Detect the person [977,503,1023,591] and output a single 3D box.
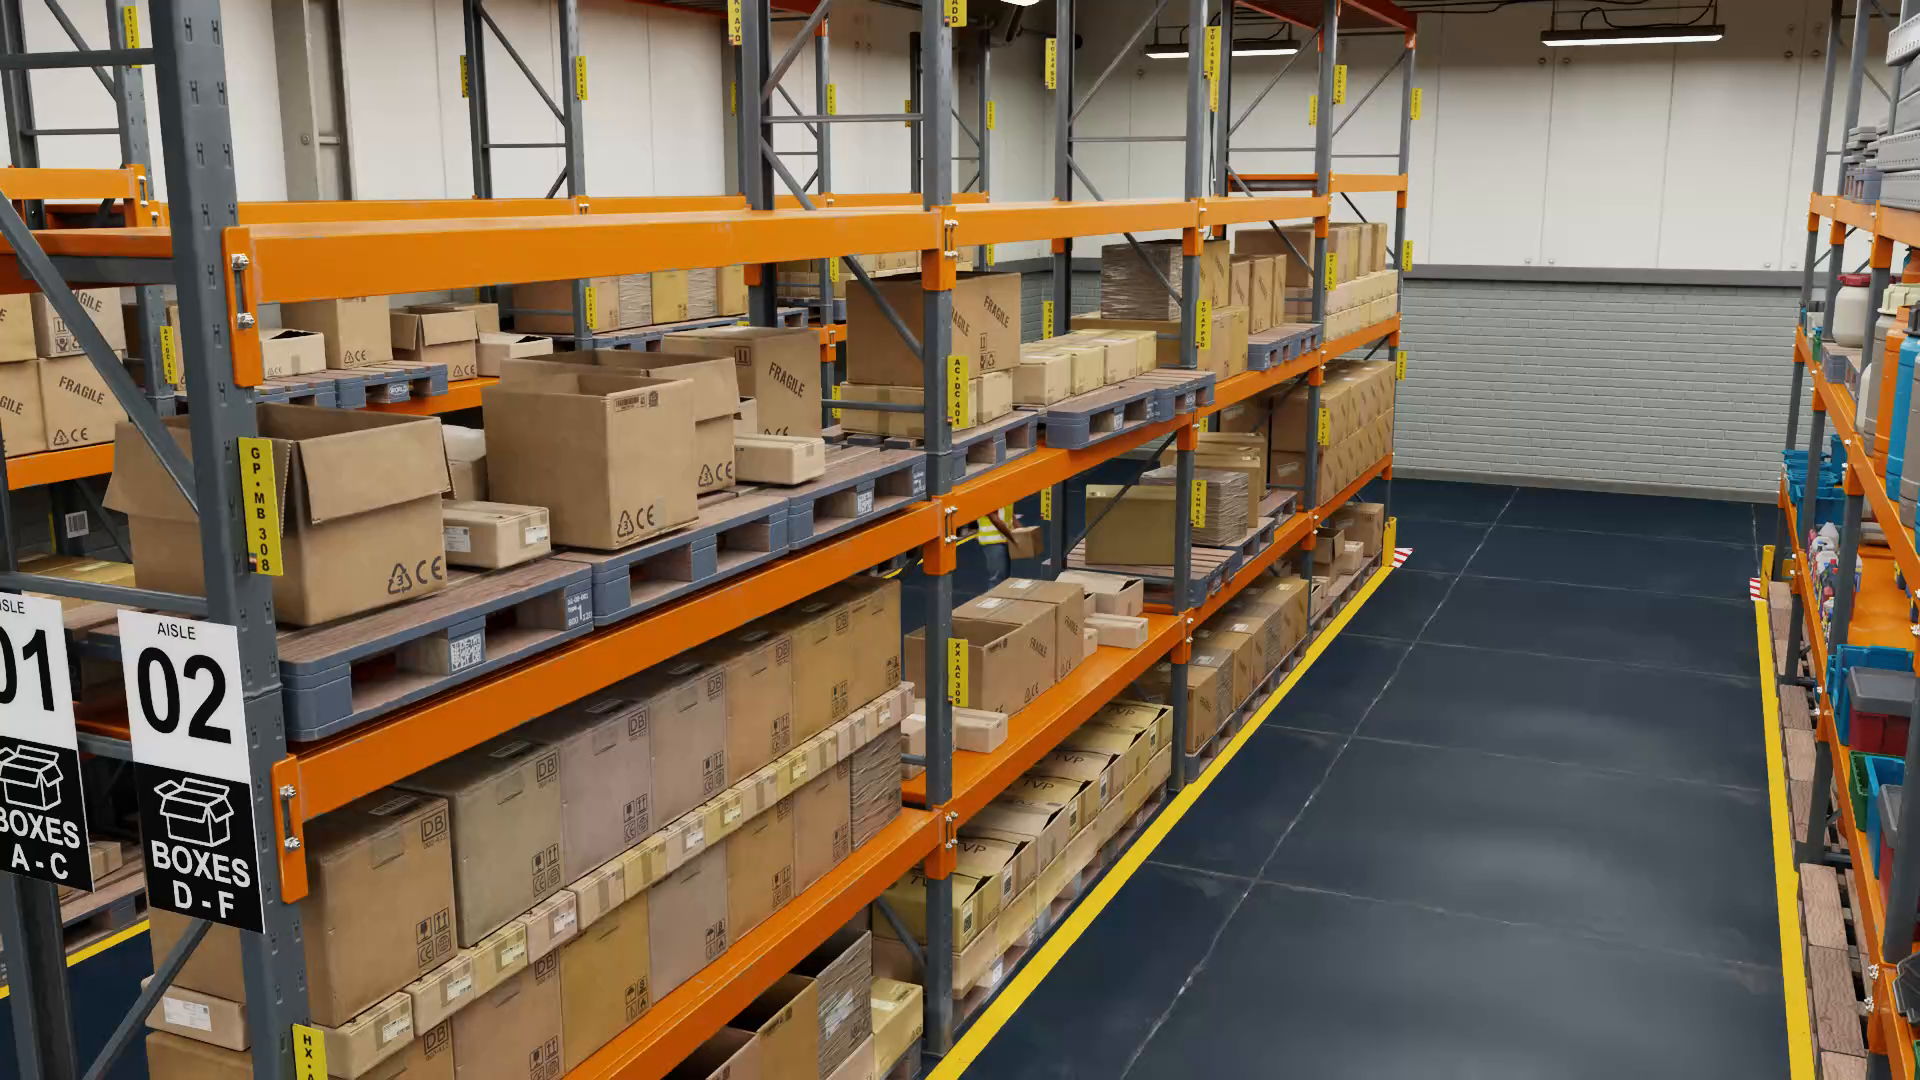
[{"bbox_3d":[0.407,0.027,15.765,0.538,1.772,0.565,4,13,16],"label":"person"}]
